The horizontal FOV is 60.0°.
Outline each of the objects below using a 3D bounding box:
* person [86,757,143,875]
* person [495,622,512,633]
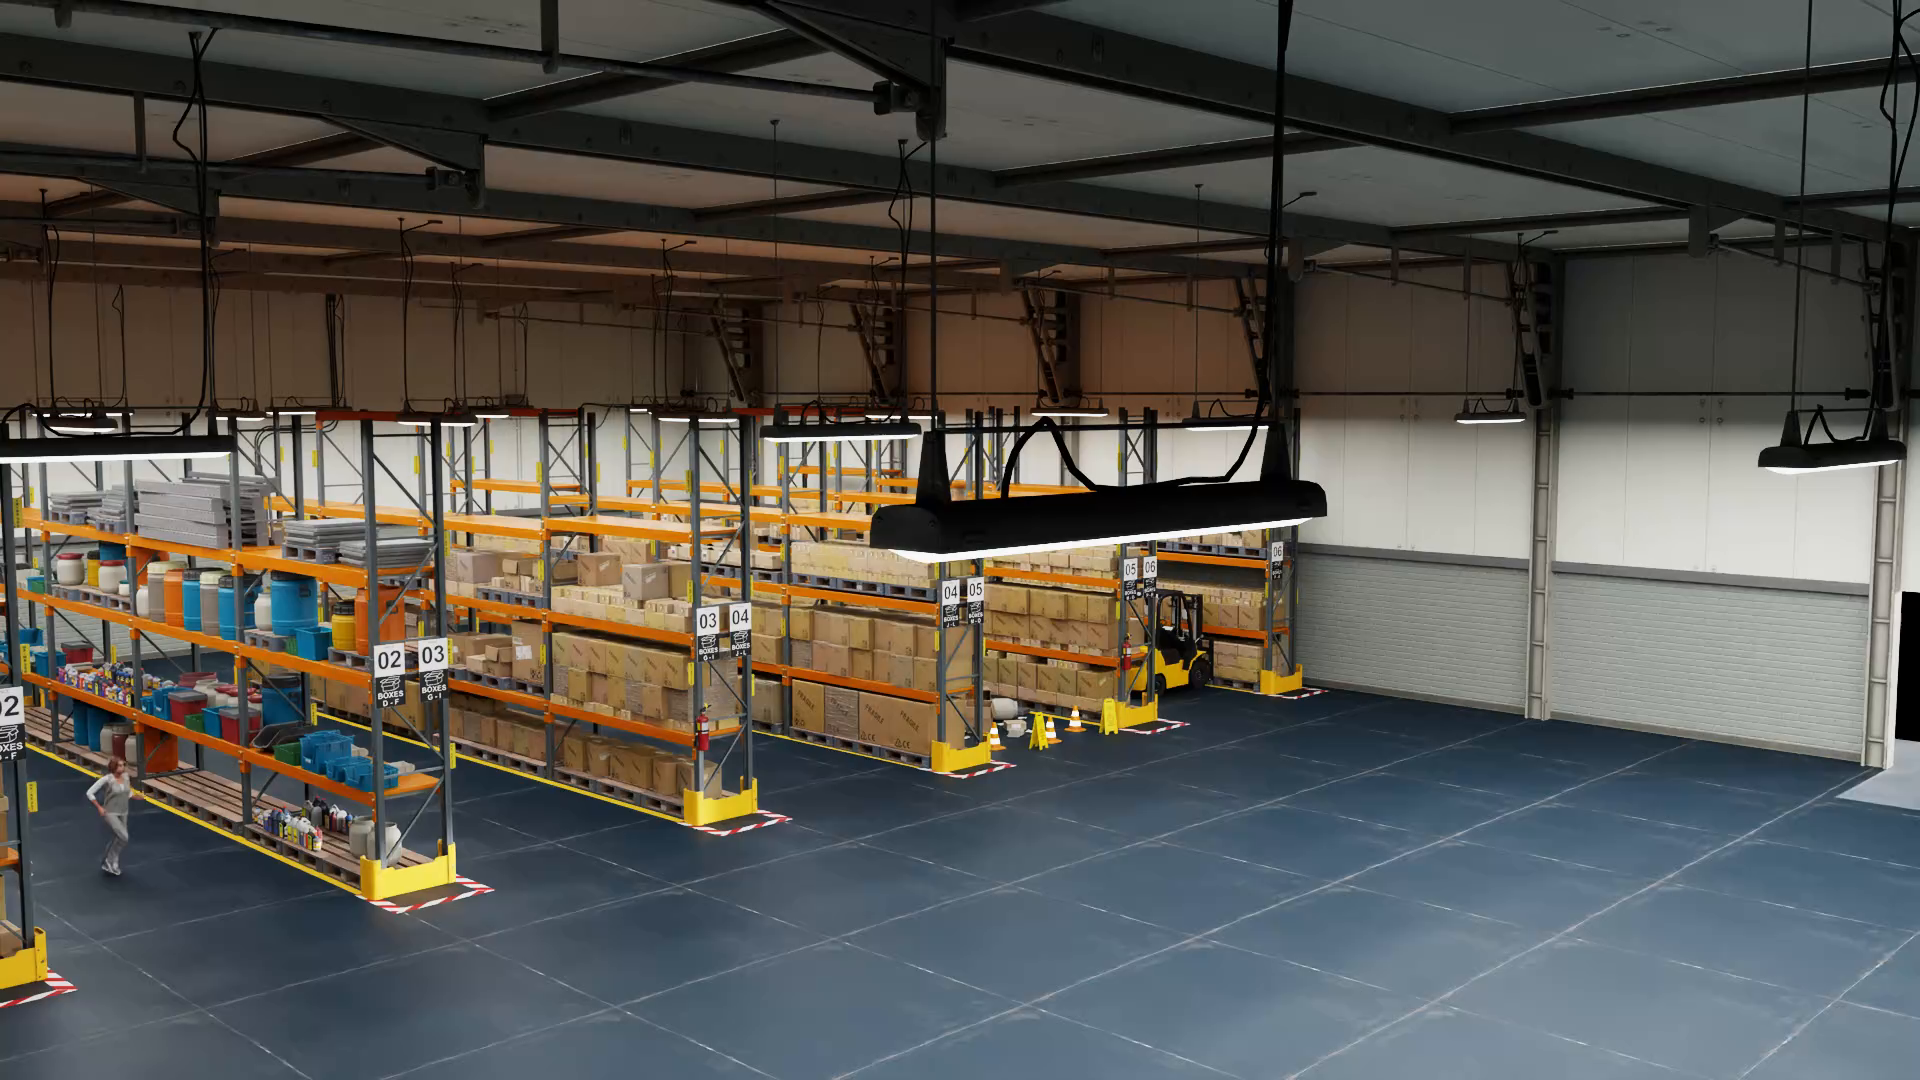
[{"bbox_3d":[-11.053,3.627,21.767,0.695,1.553,0.547,2,6,24],"label":"person"},{"bbox_3d":[-11.535,1.786,42.073,0.588,1.627,0.800,3,6,27],"label":"person"}]
